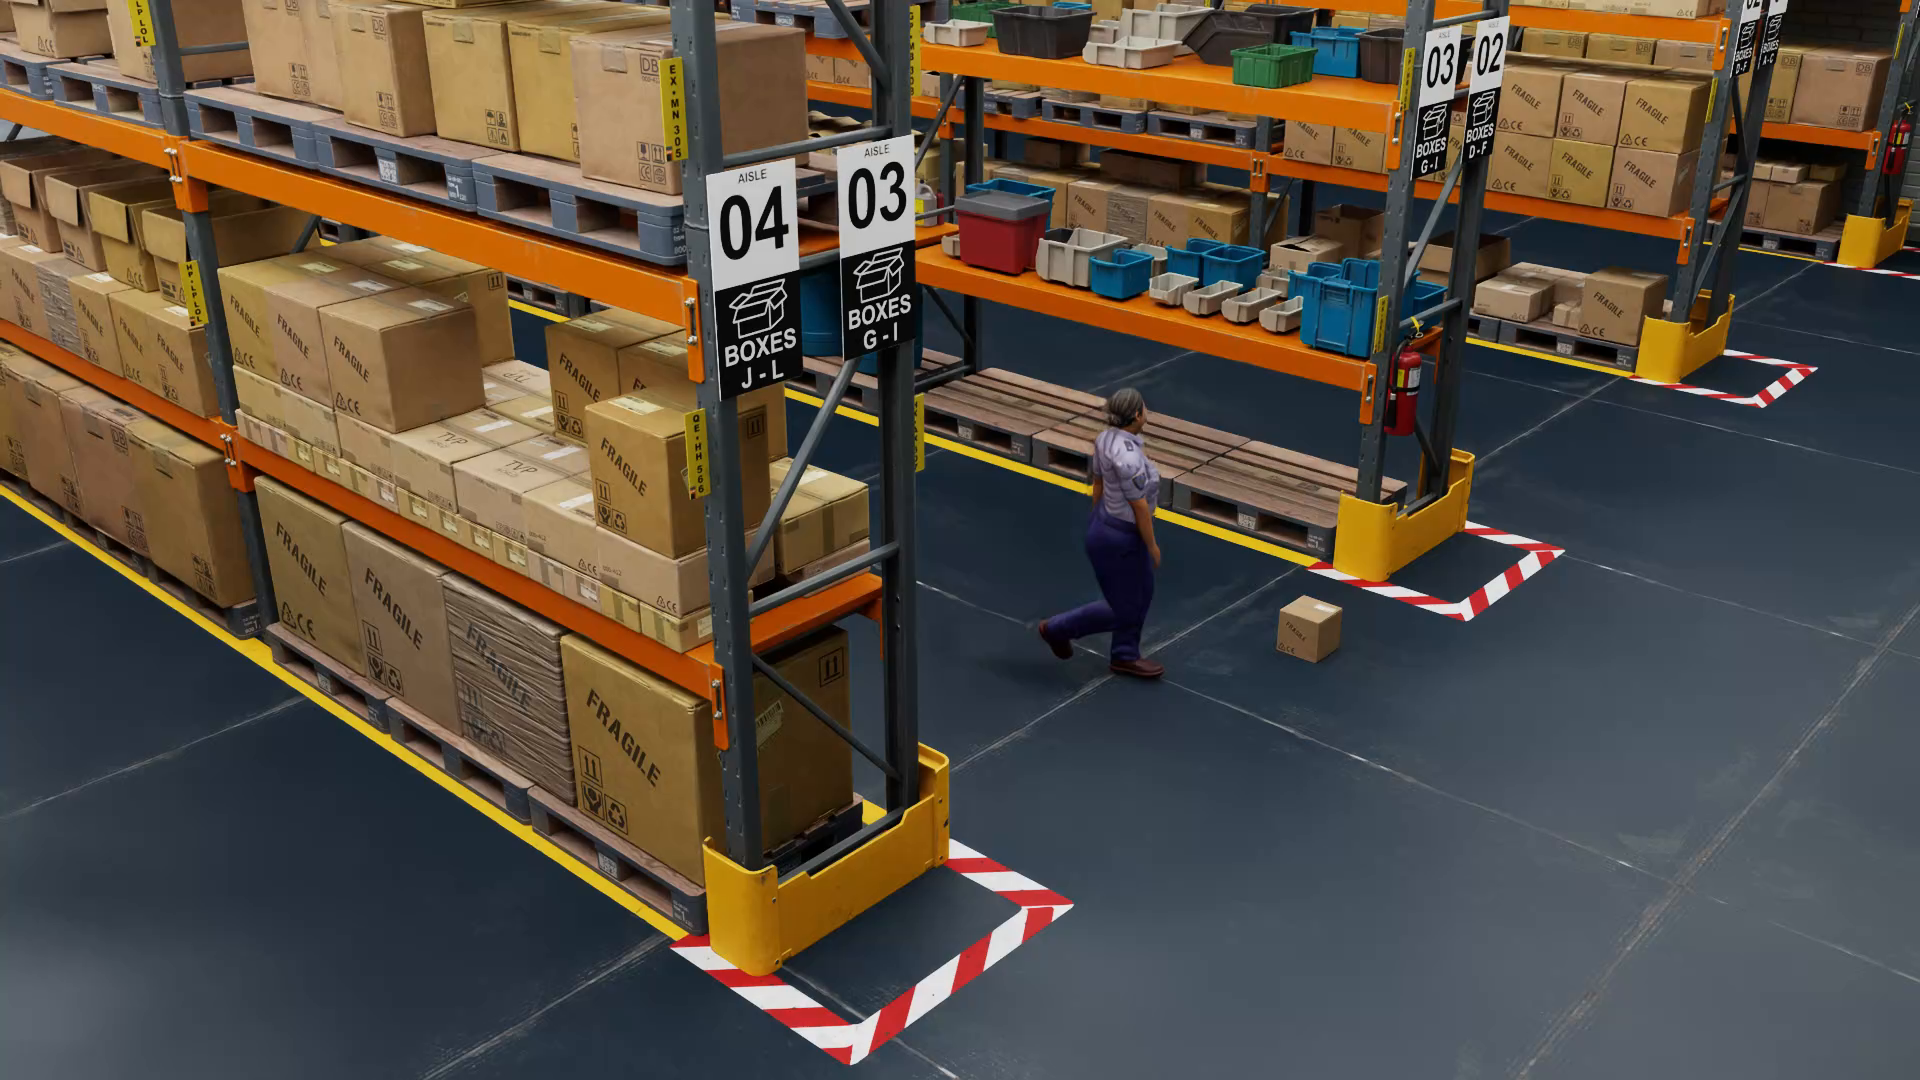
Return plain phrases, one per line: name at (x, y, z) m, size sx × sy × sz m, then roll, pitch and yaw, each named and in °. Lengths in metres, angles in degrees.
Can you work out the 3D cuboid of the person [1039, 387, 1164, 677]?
person at (0.762, -0.028, 8.673) m, size 0.677 × 1.615 × 0.487 m, roll 2°, pitch 24°, yaw 5°
